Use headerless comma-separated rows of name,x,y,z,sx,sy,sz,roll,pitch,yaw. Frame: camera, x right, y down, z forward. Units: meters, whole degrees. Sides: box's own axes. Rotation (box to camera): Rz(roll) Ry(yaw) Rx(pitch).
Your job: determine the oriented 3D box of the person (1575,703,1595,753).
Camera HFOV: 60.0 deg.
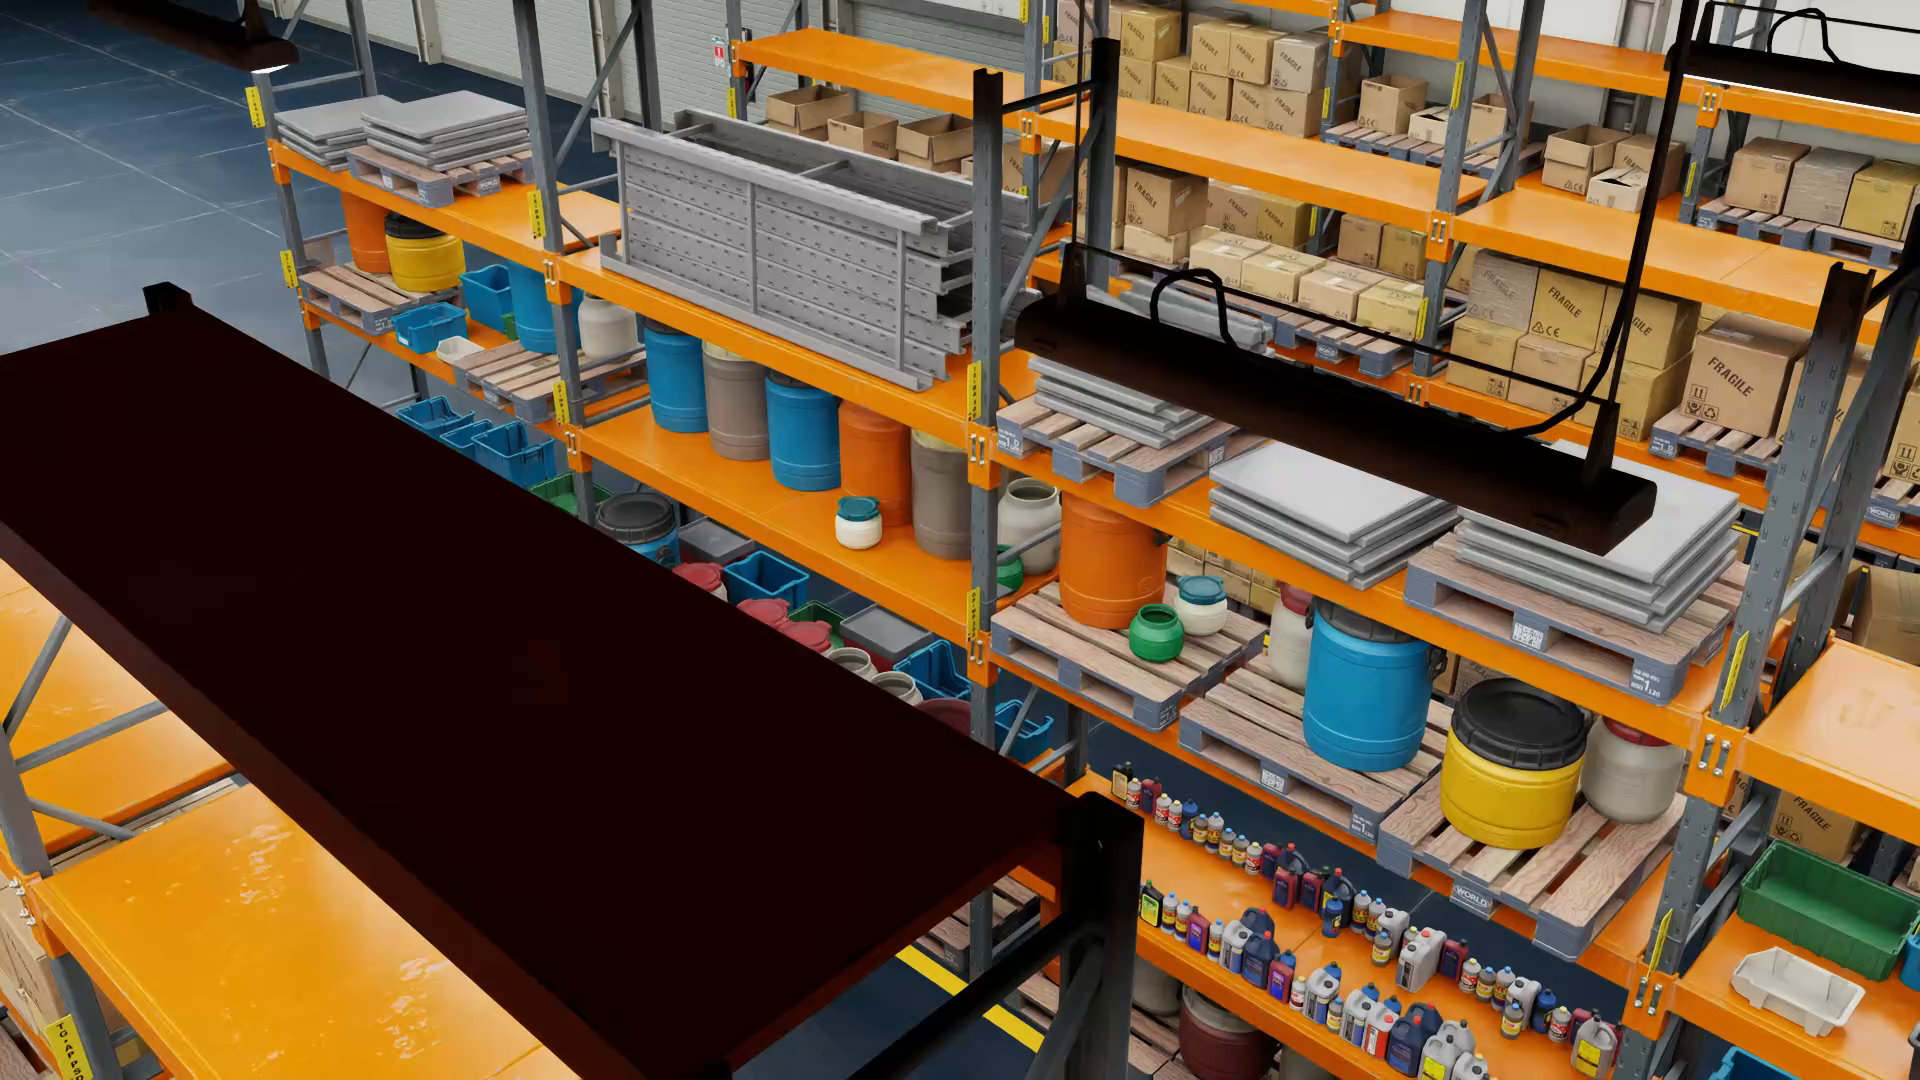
person,4.165,1.807,11.324,0.930,1.559,0.485,23,36,34
